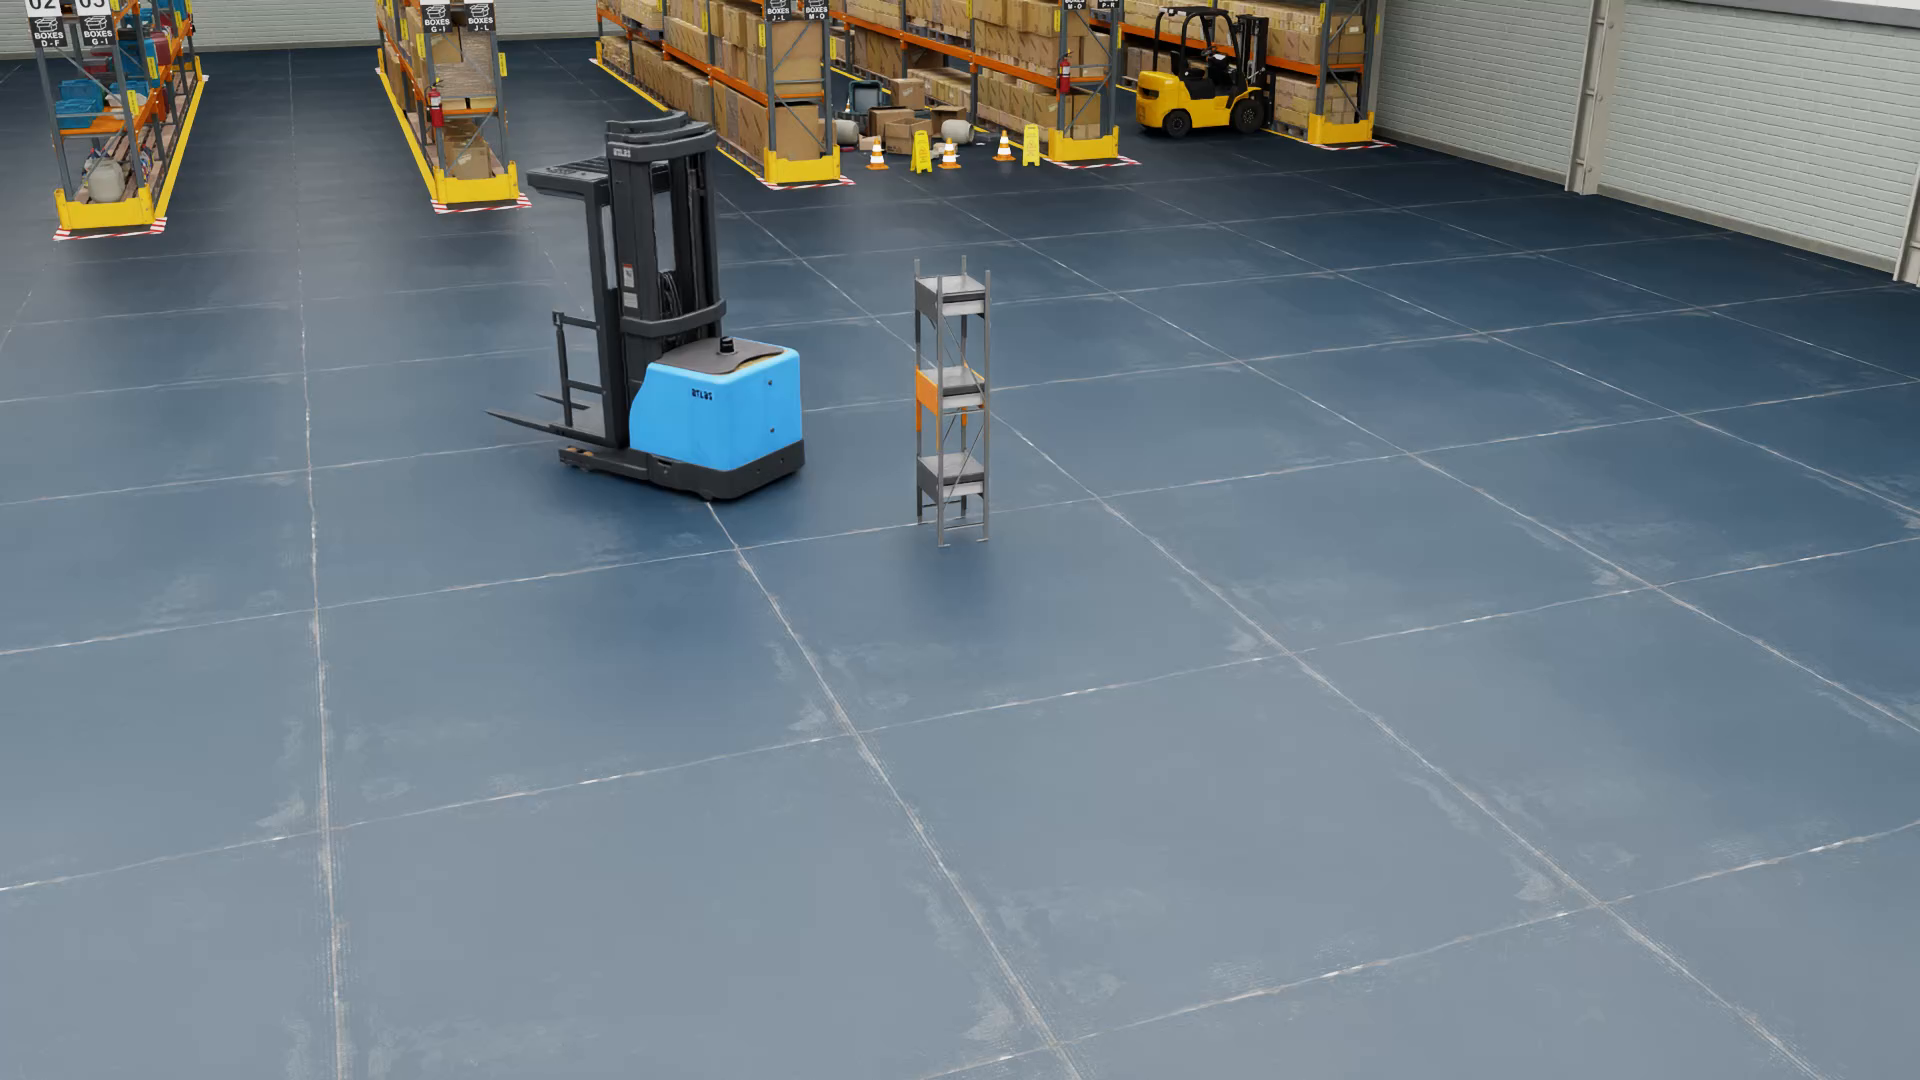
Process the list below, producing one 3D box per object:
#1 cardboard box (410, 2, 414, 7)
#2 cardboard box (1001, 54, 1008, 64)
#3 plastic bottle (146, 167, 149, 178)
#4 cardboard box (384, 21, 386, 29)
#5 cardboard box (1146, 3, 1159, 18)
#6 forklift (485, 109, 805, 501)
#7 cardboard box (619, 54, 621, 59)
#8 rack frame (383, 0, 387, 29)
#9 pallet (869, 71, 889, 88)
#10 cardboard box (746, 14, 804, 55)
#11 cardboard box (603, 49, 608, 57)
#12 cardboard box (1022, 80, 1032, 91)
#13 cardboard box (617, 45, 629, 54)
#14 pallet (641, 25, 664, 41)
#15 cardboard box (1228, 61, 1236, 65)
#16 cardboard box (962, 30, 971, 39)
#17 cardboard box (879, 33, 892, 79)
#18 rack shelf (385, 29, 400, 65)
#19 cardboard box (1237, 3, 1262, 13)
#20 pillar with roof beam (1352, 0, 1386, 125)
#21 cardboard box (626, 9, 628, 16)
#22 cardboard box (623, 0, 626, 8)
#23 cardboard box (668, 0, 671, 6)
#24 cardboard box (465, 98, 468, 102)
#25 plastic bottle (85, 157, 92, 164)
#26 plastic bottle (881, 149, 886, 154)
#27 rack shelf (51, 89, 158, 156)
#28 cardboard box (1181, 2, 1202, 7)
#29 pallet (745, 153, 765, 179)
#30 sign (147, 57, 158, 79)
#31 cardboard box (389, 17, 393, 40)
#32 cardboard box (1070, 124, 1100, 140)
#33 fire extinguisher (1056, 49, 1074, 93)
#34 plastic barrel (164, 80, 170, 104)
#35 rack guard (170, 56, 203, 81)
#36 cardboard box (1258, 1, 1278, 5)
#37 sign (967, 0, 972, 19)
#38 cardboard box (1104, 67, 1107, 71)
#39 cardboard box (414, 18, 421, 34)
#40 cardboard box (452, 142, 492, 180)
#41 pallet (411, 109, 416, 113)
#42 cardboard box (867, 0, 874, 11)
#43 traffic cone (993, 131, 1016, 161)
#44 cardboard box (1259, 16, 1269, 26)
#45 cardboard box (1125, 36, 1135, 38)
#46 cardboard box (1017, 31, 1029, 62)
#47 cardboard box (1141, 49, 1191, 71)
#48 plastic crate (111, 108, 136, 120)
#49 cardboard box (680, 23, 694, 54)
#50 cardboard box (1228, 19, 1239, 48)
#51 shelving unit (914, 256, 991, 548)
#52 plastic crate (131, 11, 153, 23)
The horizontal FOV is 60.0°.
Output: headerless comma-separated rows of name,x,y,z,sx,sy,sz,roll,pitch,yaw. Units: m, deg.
cardboard box,-8.730,-8.677,28.163,1.000,1.000,1.000,-8,24,-19
cardboard box,0.945,-8.519,29.423,0.380,0.149,0.250,-8,24,-19
plastic bottle,-12.341,-5.578,25.159,0.097,0.201,0.097,0,23,0
cardboard box,-11.820,-10.756,34.732,0.380,0.149,0.250,-8,24,-19
cardboard box,4.192,-10.987,34.504,0.500,0.250,0.500,-9,24,-20
forklift,-2.824,-2.090,13.934,3.031,2.935,1.130,14,27,30
cardboard box,-7.538,-11.024,37.790,0.380,0.149,0.250,-10,25,-21
rack frame,-11.406,-10.806,34.527,1.000,3.000,0.127,-8,24,-19
pallet,-1.357,-10.167,36.600,1.003,0.211,1.213,-8,24,-19
cardboard box,-2.866,-7.984,26.247,0.875,0.550,0.550,-8,24,-19
cardboard box,-8.258,-11.549,39.419,0.380,0.149,0.250,-8,24,-18
cardboard box,1.299,-7.848,28.707,0.380,0.149,0.250,-8,24,-18
cardboard box,-7.522,-11.065,37.505,0.380,0.149,0.250,-10,25,-22
pallet,-5.668,-10.153,33.223,1.213,0.211,1.003,-8,24,-19
cardboard box,5.211,-9.110,32.214,0.500,0.250,0.500,-9,24,-20
cardboard box,0.251,-9.486,31.177,0.380,0.149,0.250,-8,24,-18
cardboard box,-1.199,-10.514,36.028,0.875,0.875,0.875,-8,24,-18
rack shelf,-10.699,-9.748,32.942,1.077,0.370,4.000,-8,24,-19
cardboard box,5.439,-9.985,31.232,0.380,0.149,0.250,-8,24,-18
pillar with roof beam,3.316,-11.039,27.354,9.100,9.000,0.400,-8,24,-19
cardboard box,-6.833,-11.130,35.078,0.380,0.149,0.250,-8,24,-19
cardboard box,-6.928,-11.365,35.252,0.380,0.149,0.250,-9,24,-20
cardboard box,-5.765,-11.020,34.052,0.380,0.149,0.250,-8,24,-17
cardboard box,-7.297,-6.741,25.205,0.380,0.149,0.250,-8,24,-19
plastic bottle,-13.034,-5.561,24.926,0.144,0.351,0.185,-7,24,-17
plastic bottle,-1.397,-6.658,28.467,0.133,0.061,0.283,-18,29,-37
rack shelf,-12.507,-6.162,24.433,1.077,0.370,4.000,-8,24,-19
cardboard box,4.643,-10.645,33.180,0.380,0.149,0.250,-9,25,-21
pallet,-2.847,-6.085,26.915,1.003,0.211,1.213,-8,24,-19
sign,-12.695,-7.419,26.134,0.100,0.325,0.005,-8,24,-19
cardboard box,-10.935,-10.099,32.721,0.500,0.500,0.500,-8,24,-18
cardboard box,2.078,-7.063,28.646,0.500,0.250,0.500,-9,24,-19
fire extinguisher,1.714,-7.665,27.174,0.296,0.674,0.183,-8,24,-19
plastic barrel,-15.613,-8.896,32.156,0.600,0.901,0.708,-8,24,-19
rack guard,-17.473,-10.435,36.865,1.175,0.500,0.348,-8,24,-19
cardboard box,5.885,-10.158,31.642,0.380,0.149,0.250,-9,24,-19
sign,0.173,-9.715,30.448,0.100,0.325,0.005,-8,24,-19
cardboard box,3.403,-10.744,37.057,0.500,0.500,0.500,-9,24,-20
cardboard box,-7.949,-7.619,25.165,0.500,0.500,0.500,-8,24,-19
cardboard box,-7.372,-5.717,25.130,0.500,0.500,0.500,-4,23,-9
pallet,-10.201,-8.365,32.324,1.003,0.211,1.213,-8,24,-19
cardboard box,-1.699,-11.573,35.894,0.500,0.250,0.500,-9,25,-21
traffic cone,0.745,-6.616,27.851,0.336,0.463,0.334,-8,24,-19
cardboard box,5.728,-9.570,30.630,0.380,0.149,0.250,-9,24,-20
cardboard box,3.787,-11.259,37.443,0.380,0.149,0.250,-10,25,-21
cardboard box,1.309,-8.513,28.575,0.500,0.500,0.500,-8,24,-19
cardboard box,4.366,-10.029,35.200,0.875,0.625,0.625,-8,24,-17
plastic crate,-11.816,-6.014,23.497,0.298,0.136,0.250,-8,24,-19
cardboard box,-4.877,-9.294,30.809,0.500,0.500,0.500,-9,24,-20
cardboard box,5.445,-9.604,31.545,0.500,0.500,0.500,-8,24,-18
shelving unit,-0.058,-1.028,12.485,0.431,2.100,0.503,-8,24,-19
plastic crate,-17.441,-11.157,35.496,0.416,0.233,0.300,-8,24,-19
